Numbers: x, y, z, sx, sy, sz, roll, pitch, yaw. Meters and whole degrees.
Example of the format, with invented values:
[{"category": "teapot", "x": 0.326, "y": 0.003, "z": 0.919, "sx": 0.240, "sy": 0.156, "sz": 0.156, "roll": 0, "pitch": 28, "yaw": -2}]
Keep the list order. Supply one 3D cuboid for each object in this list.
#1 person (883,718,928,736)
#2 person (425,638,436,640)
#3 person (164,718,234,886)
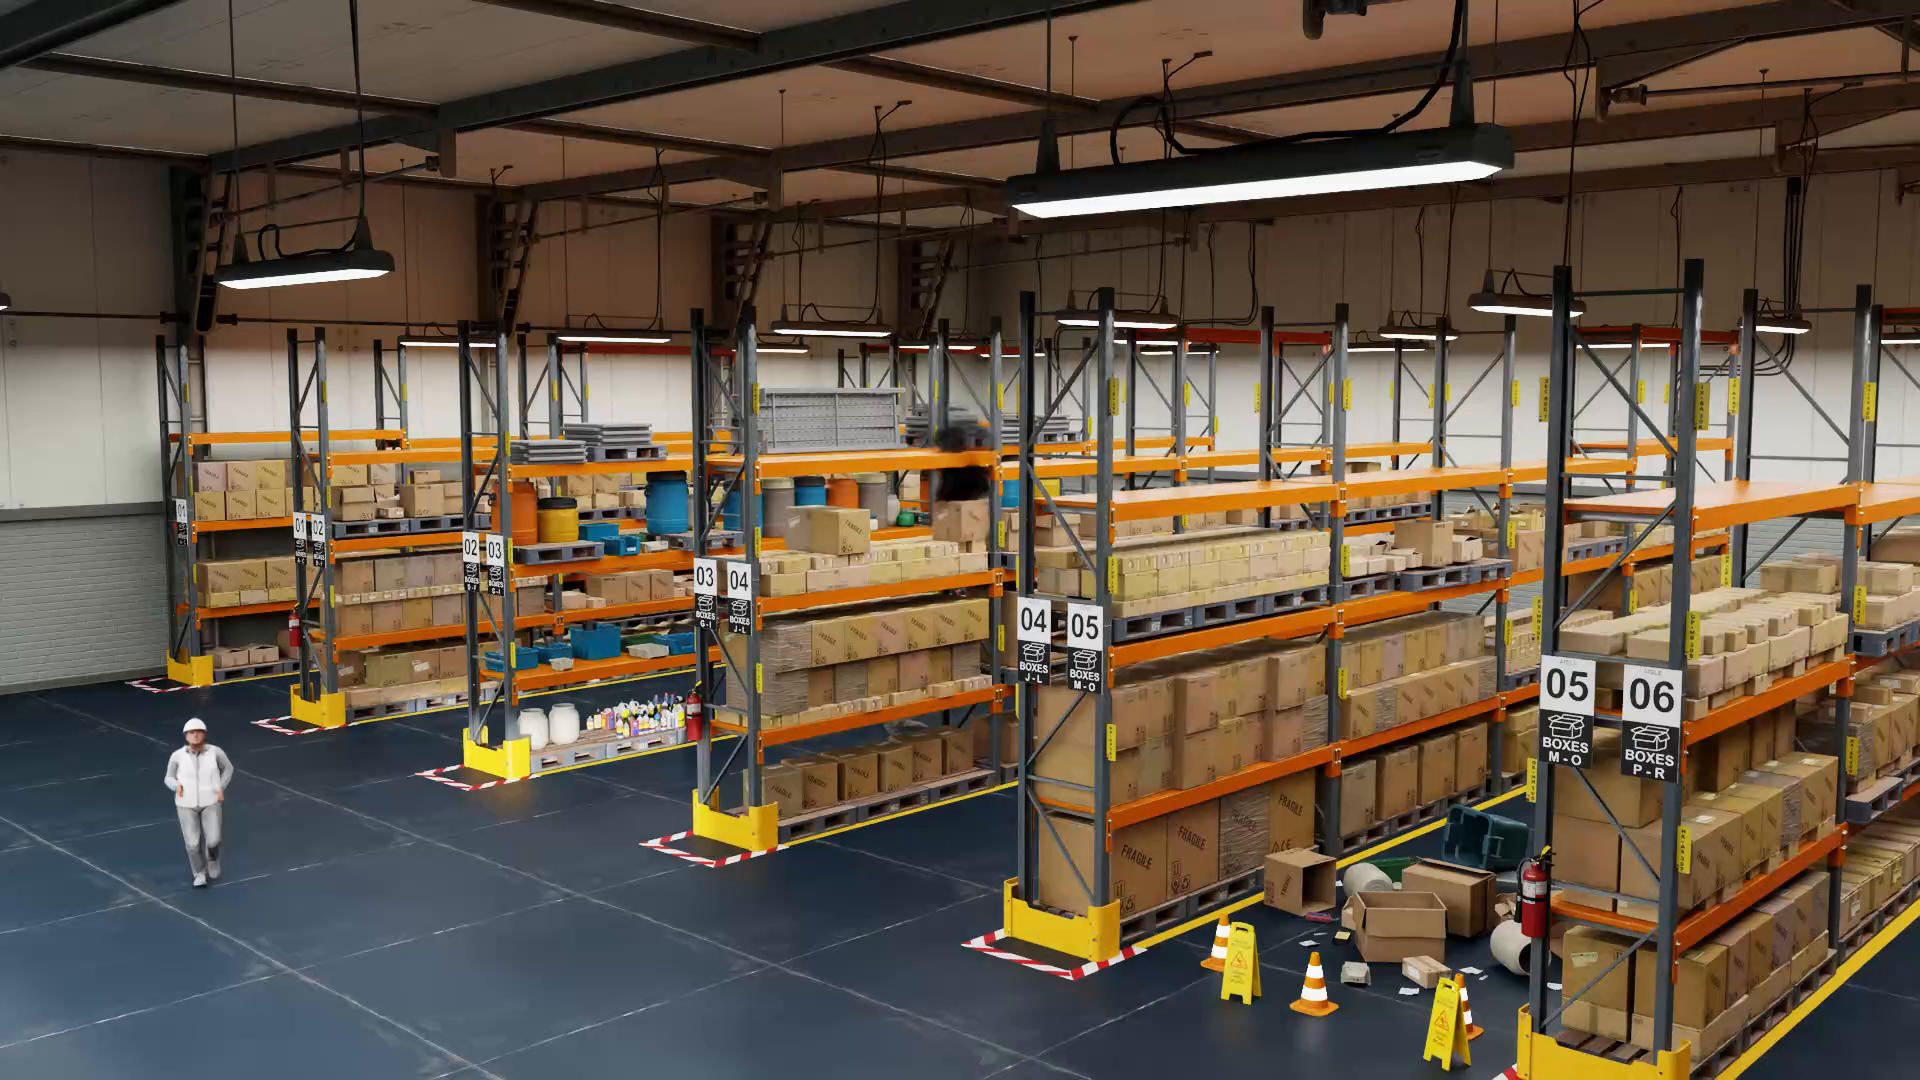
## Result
[{"category": "person", "x": -0.779, "y": 2.142, "z": 23.097, "sx": 0.664, "sy": 1.729, "sz": 0.634, "roll": 5, "pitch": 7, "yaw": 44}, {"category": "person", "x": -9.069, "y": 1.649, "z": 28.654, "sx": 0.647, "sy": 1.675, "sz": 0.637, "roll": 4, "pitch": 7, "yaw": 35}, {"category": "person", "x": -7.781, "y": 2.698, "z": 17.023, "sx": 0.649, "sy": 1.726, "sz": 0.578, "roll": -2, "pitch": 6, "yaw": -23}]
